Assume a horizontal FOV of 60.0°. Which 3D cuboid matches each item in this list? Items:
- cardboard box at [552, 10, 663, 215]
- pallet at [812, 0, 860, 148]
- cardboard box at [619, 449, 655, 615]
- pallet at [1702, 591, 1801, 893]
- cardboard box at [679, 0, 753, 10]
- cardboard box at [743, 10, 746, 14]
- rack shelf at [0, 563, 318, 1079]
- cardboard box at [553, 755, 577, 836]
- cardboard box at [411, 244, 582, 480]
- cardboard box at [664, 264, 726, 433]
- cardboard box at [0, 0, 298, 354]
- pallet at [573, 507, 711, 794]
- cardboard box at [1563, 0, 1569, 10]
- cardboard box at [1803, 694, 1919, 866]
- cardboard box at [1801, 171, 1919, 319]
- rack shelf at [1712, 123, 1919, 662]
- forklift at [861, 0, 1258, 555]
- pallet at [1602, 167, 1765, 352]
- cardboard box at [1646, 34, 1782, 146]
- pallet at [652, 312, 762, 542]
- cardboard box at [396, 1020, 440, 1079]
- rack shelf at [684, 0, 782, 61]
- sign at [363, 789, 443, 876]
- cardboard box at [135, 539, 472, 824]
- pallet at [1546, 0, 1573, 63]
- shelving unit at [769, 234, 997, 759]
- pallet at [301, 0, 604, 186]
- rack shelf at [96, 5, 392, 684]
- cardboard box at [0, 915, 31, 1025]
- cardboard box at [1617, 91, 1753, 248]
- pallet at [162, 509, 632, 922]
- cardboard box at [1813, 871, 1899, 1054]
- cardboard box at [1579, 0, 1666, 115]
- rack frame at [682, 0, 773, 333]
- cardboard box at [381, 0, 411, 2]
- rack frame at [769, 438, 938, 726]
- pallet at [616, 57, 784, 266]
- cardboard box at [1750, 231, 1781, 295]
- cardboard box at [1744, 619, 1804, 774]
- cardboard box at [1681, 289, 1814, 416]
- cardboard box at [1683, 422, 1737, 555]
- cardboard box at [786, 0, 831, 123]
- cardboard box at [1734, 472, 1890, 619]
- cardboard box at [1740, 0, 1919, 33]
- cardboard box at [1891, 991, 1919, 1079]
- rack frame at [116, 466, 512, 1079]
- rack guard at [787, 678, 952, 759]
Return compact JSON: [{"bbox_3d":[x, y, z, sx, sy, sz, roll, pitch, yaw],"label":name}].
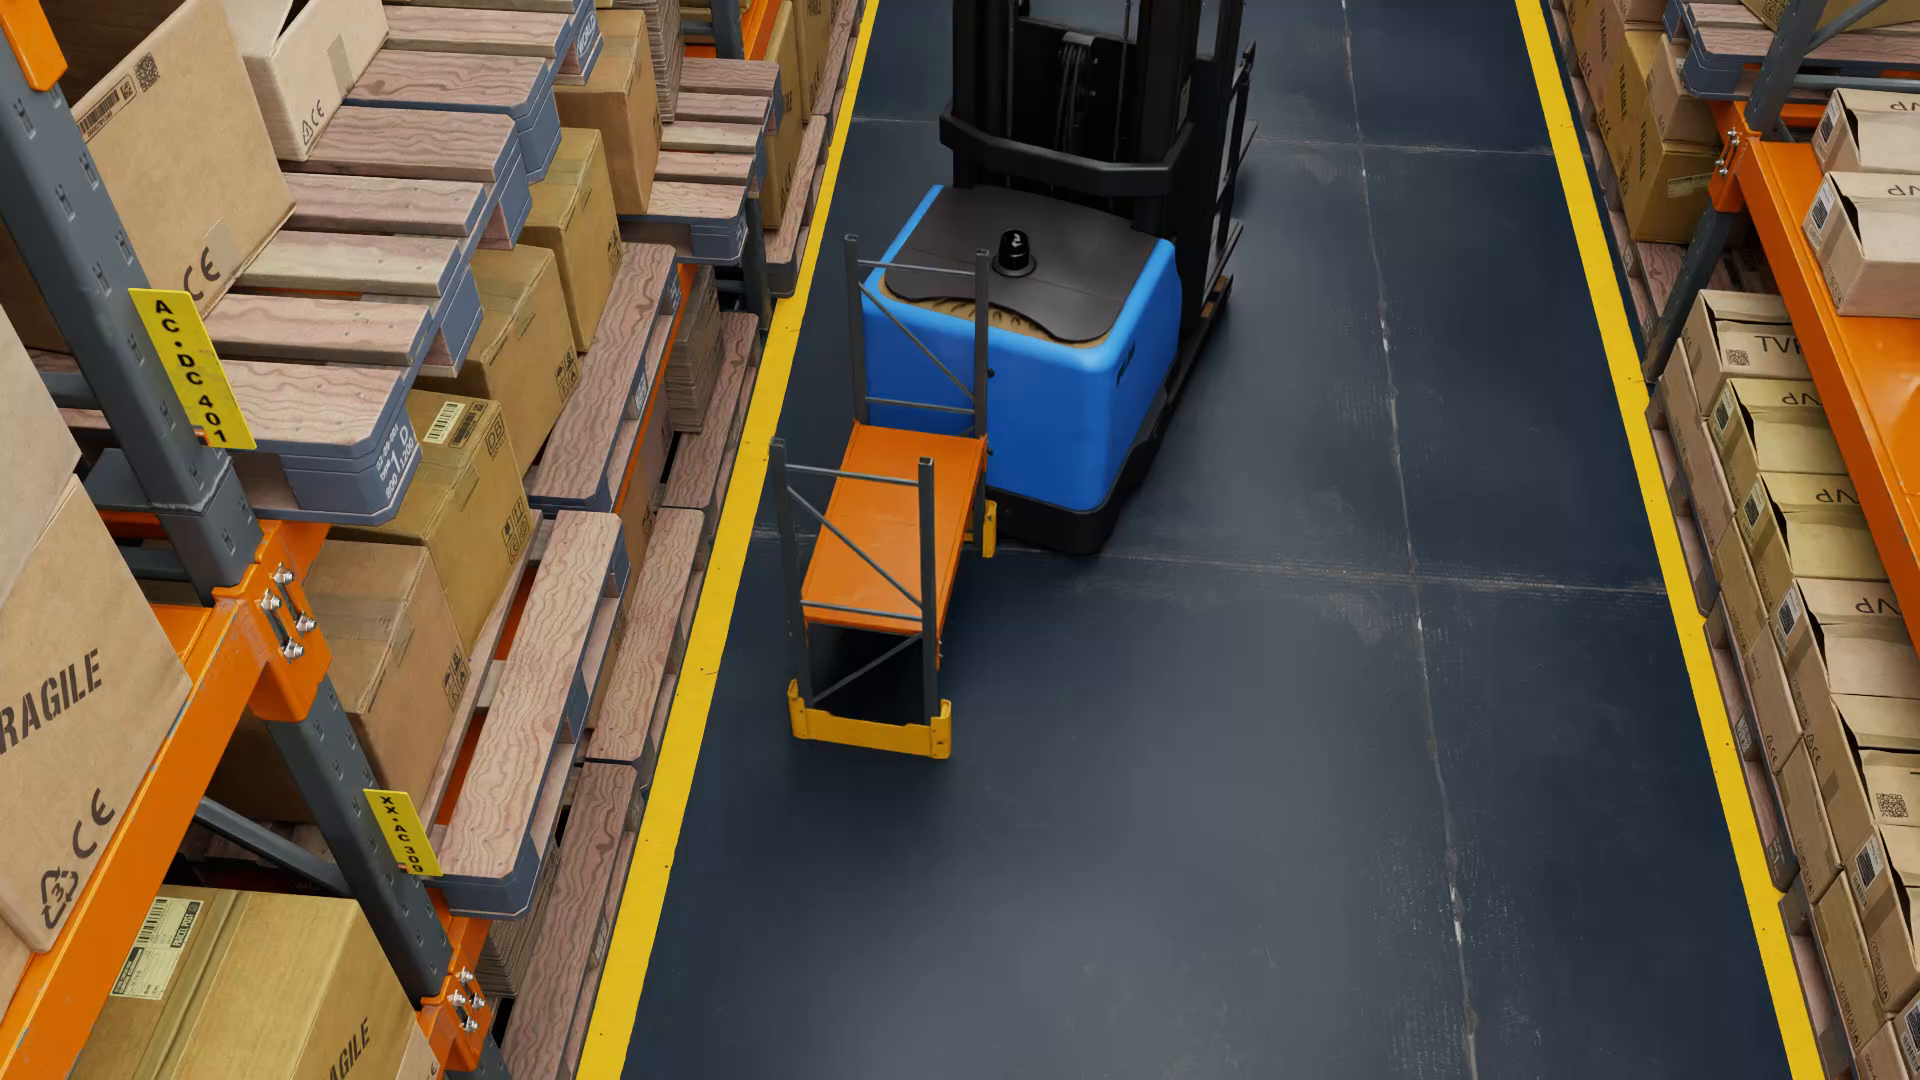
[{"bbox_3d":[-1.432,-1.469,5.721,0.700,0.500,0.500,0,48,0],"label":"cardboard box"},{"bbox_3d":[-1.115,-2.573,8.986,1.003,0.211,1.213,4,48,4],"label":"pallet"},{"bbox_3d":[-1.569,-0.080,6.212,0.700,0.500,0.500,4,48,3],"label":"cardboard box"},{"bbox_3d":[3.331,0.722,5.972,1.003,0.211,1.213,4,48,4],"label":"pallet"},{"bbox_3d":[-1.076,-2.526,6.771,0.500,0.500,0.500,5,48,5],"label":"cardboard box"},{"bbox_3d":[-1.083,-2.378,7.075,0.380,0.149,0.250,4,48,4],"label":"cardboard box"},{"bbox_3d":[-1.922,1.594,1.740,1.077,0.370,4.000,4,48,4],"label":"rack shelf"},{"bbox_3d":[-1.692,0.664,5.532,0.700,0.500,0.500,3,48,3],"label":"cardboard box"},{"bbox_3d":[-1.572,-0.556,4.886,0.700,0.500,0.500,10,48,9],"label":"cardboard box"},{"bbox_3d":[-1.389,-0.818,6.887,0.700,0.500,0.500,4,48,4],"label":"cardboard box"},{"bbox_3d":[-1.610,-0.690,2.990,0.500,0.500,0.500,10,48,9],"label":"cardboard box"},{"bbox_3d":[-1.562,0.364,6.300,1.003,0.211,1.213,4,48,4],"label":"pallet"},{"bbox_3d":[3.598,-3.228,9.091,0.500,0.500,0.500,4,48,4],"label":"cardboard box"},{"bbox_3d":[3.034,0.755,5.251,0.500,0.311,0.500,4,48,3],"label":"cardboard box"},{"bbox_3d":[3.284,-1.041,5.756,0.500,0.311,0.500,3,48,3],"label":"cardboard box"},{"bbox_3d":[3.376,-0.003,5.233,1.077,0.370,4.000,4,48,4],"label":"rack shelf"},{"bbox_3d":[0.623,-2.038,6.654,1.130,2.935,3.031,17,50,15],"label":"forklift"},{"bbox_3d":[3.664,-1.320,7.840,1.003,0.211,1.213,4,48,4],"label":"pallet"},{"bbox_3d":[3.411,-2.018,7.476,0.500,0.250,0.500,6,48,5],"label":"cardboard box"},{"bbox_3d":[-1.448,-0.530,7.118,1.003,0.211,1.213,4,48,4],"label":"pallet"},{"bbox_3d":[-1.481,1.306,3.637,0.500,0.250,0.500,4,48,4],"label":"cardboard box"},{"bbox_3d":[-1.193,-3.272,8.224,1.077,0.370,4.000,4,48,4],"label":"rack shelf"},{"bbox_3d":[-1.199,0.632,3.578,0.100,0.325,0.005,4,48,4],"label":"sign"},{"bbox_3d":[-1.659,0.340,4.066,0.700,0.500,0.500,4,48,4],"label":"cardboard box"},{"bbox_3d":[3.886,-3.113,9.480,1.003,0.211,1.213,4,48,4],"label":"pallet"},{"bbox_3d":[-0.236,-0.136,5.884,0.587,1.500,1.083,8,48,7],"label":"shelving unit"},{"bbox_3d":[-1.486,-1.264,3.994,1.213,0.211,1.003,4,48,4],"label":"pallet"},{"bbox_3d":[-1.557,-1.345,4.428,1.077,0.370,4.000,4,48,4],"label":"rack shelf"},{"bbox_3d":[-1.598,0.599,2.081,0.500,0.500,0.500,0,48,0],"label":"cardboard box"},{"bbox_3d":[3.410,-1.723,7.715,0.500,0.500,0.500,6,48,5],"label":"cardboard box"},{"bbox_3d":[-1.525,0.407,4.501,1.003,0.211,1.213,4,48,4],"label":"pallet"},{"bbox_3d":[2.991,1.315,5.120,0.500,0.250,0.500,3,48,3],"label":"cardboard box"},{"bbox_3d":[3.499,-2.489,8.416,0.500,0.500,0.500,2,48,2],"label":"cardboard box"},{"bbox_3d":[-1.375,-2.046,6.614,1.000,3.000,0.127,4,48,4],"label":"rack frame"},{"bbox_3d":[-1.498,-1.597,3.818,0.500,0.500,0.500,2,48,2],"label":"cardboard box"},{"bbox_3d":[-0.327,0.240,5.540,0.500,1.500,0.032,8,48,7],"label":"rack frame"},{"bbox_3d":[-1.334,-1.450,6.199,1.213,0.211,1.003,4,48,4],"label":"pallet"},{"bbox_3d":[3.884,-1.335,7.360,0.500,0.500,0.500,6,48,5],"label":"cardboard box"},{"bbox_3d":[3.085,0.565,5.805,0.500,0.250,0.500,5,48,4],"label":"cardboard box"},{"bbox_3d":[3.218,-0.753,6.631,0.500,0.311,0.500,5,48,5],"label":"cardboard box"},{"bbox_3d":[3.173,-0.194,6.500,0.500,0.250,0.500,3,48,2],"label":"cardboard box"},{"bbox_3d":[-1.091,-2.637,8.327,0.750,0.750,0.750,4,48,3],"label":"cardboard box"},{"bbox_3d":[3.130,0.008,5.934,0.500,0.311,0.500,3,48,2],"label":"cardboard box"},{"bbox_3d":[3.503,-2.361,6.550,0.700,0.500,0.500,-11,48,-10],"label":"cardboard box"},{"bbox_3d":[2.945,1.504,4.566,0.500,0.311,0.500,4,48,4],"label":"cardboard box"},{"bbox_3d":[-1.740,0.894,3.926,1.000,3.000,0.127,4,48,4],"label":"rack frame"},{"bbox_3d":[-0.323,0.647,6.015,0.587,0.250,0.087,8,48,7],"label":"rack guard"}]
